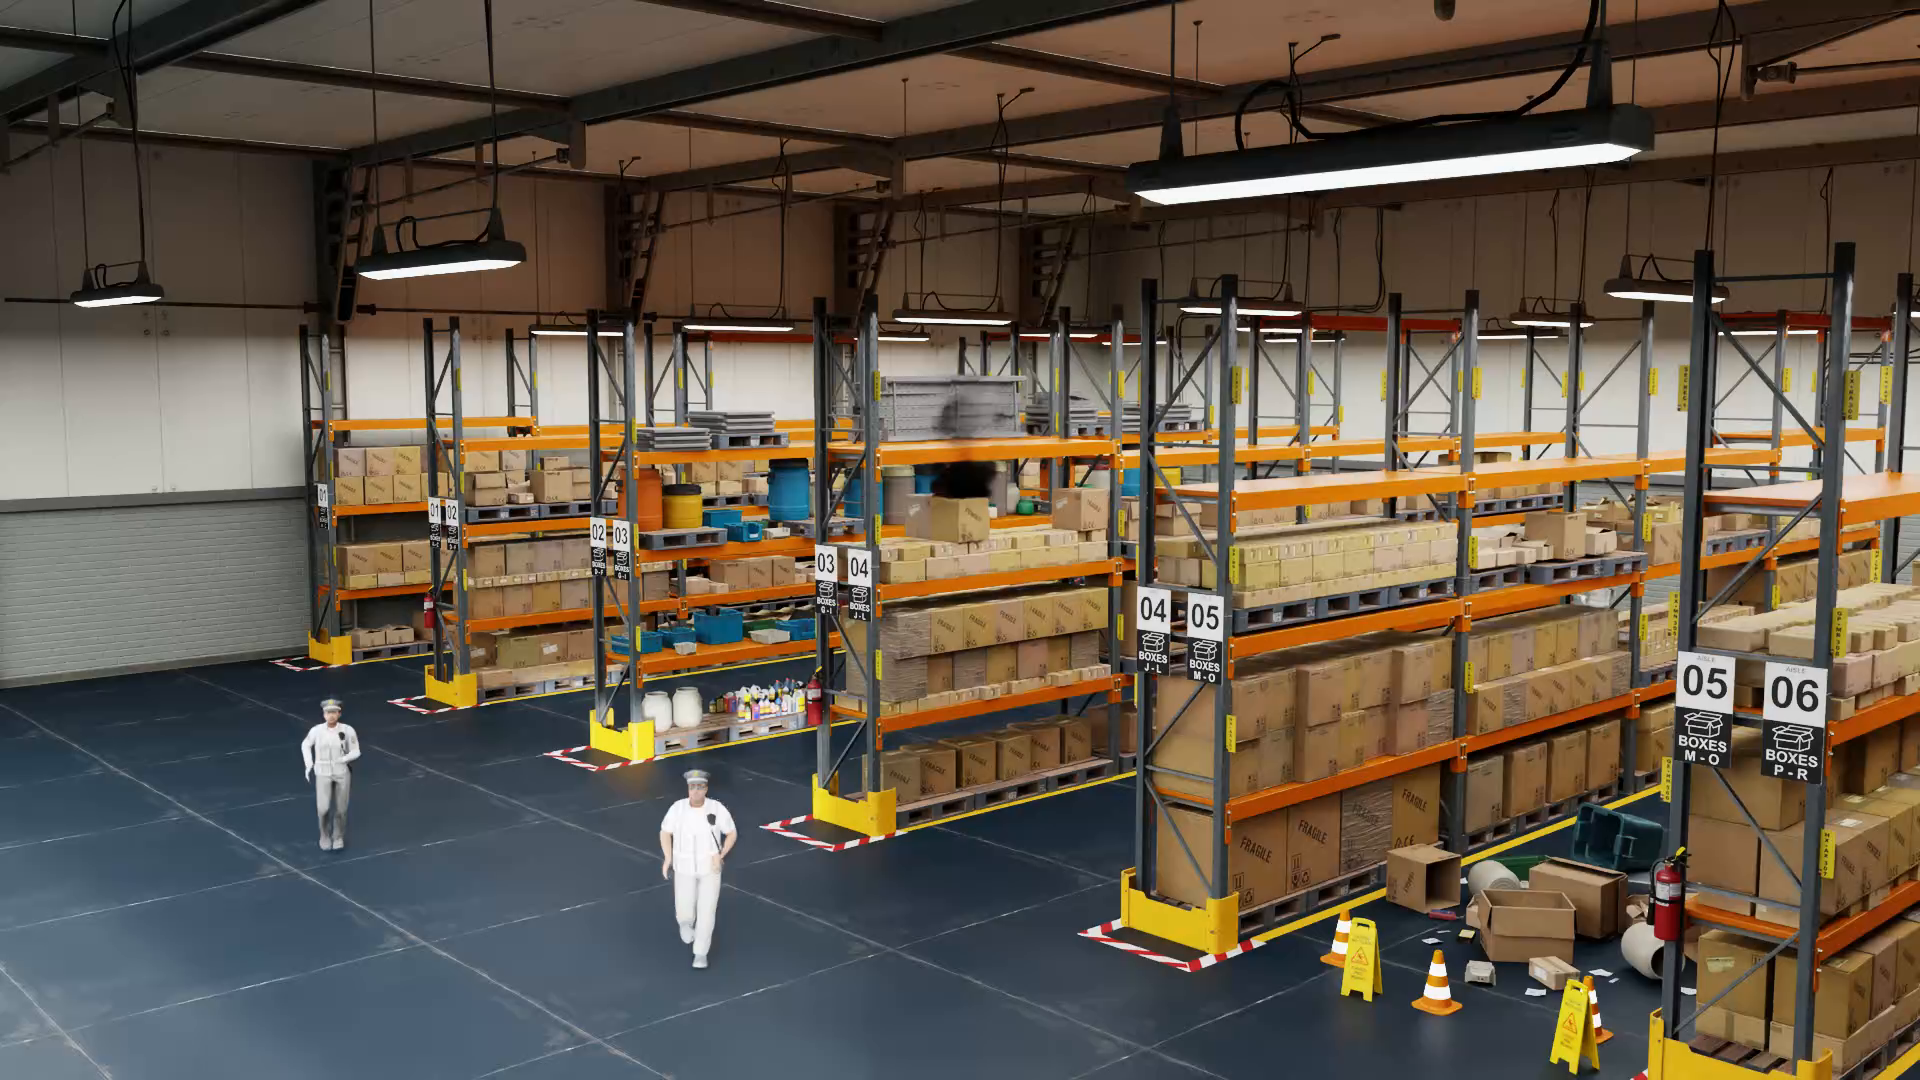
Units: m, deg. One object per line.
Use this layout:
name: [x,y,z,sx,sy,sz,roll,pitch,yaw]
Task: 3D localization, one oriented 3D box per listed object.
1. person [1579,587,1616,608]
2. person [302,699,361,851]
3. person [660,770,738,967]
person: [11.494,1.233,29.939,0.737,1.822,0.891,-3,7,-28]
person: [-6.732,2.526,17.824,0.593,1.660,0.616,-2,6,-20]
person: [-2.282,2.846,14.520,0.678,1.730,0.591,-1,6,-5]
